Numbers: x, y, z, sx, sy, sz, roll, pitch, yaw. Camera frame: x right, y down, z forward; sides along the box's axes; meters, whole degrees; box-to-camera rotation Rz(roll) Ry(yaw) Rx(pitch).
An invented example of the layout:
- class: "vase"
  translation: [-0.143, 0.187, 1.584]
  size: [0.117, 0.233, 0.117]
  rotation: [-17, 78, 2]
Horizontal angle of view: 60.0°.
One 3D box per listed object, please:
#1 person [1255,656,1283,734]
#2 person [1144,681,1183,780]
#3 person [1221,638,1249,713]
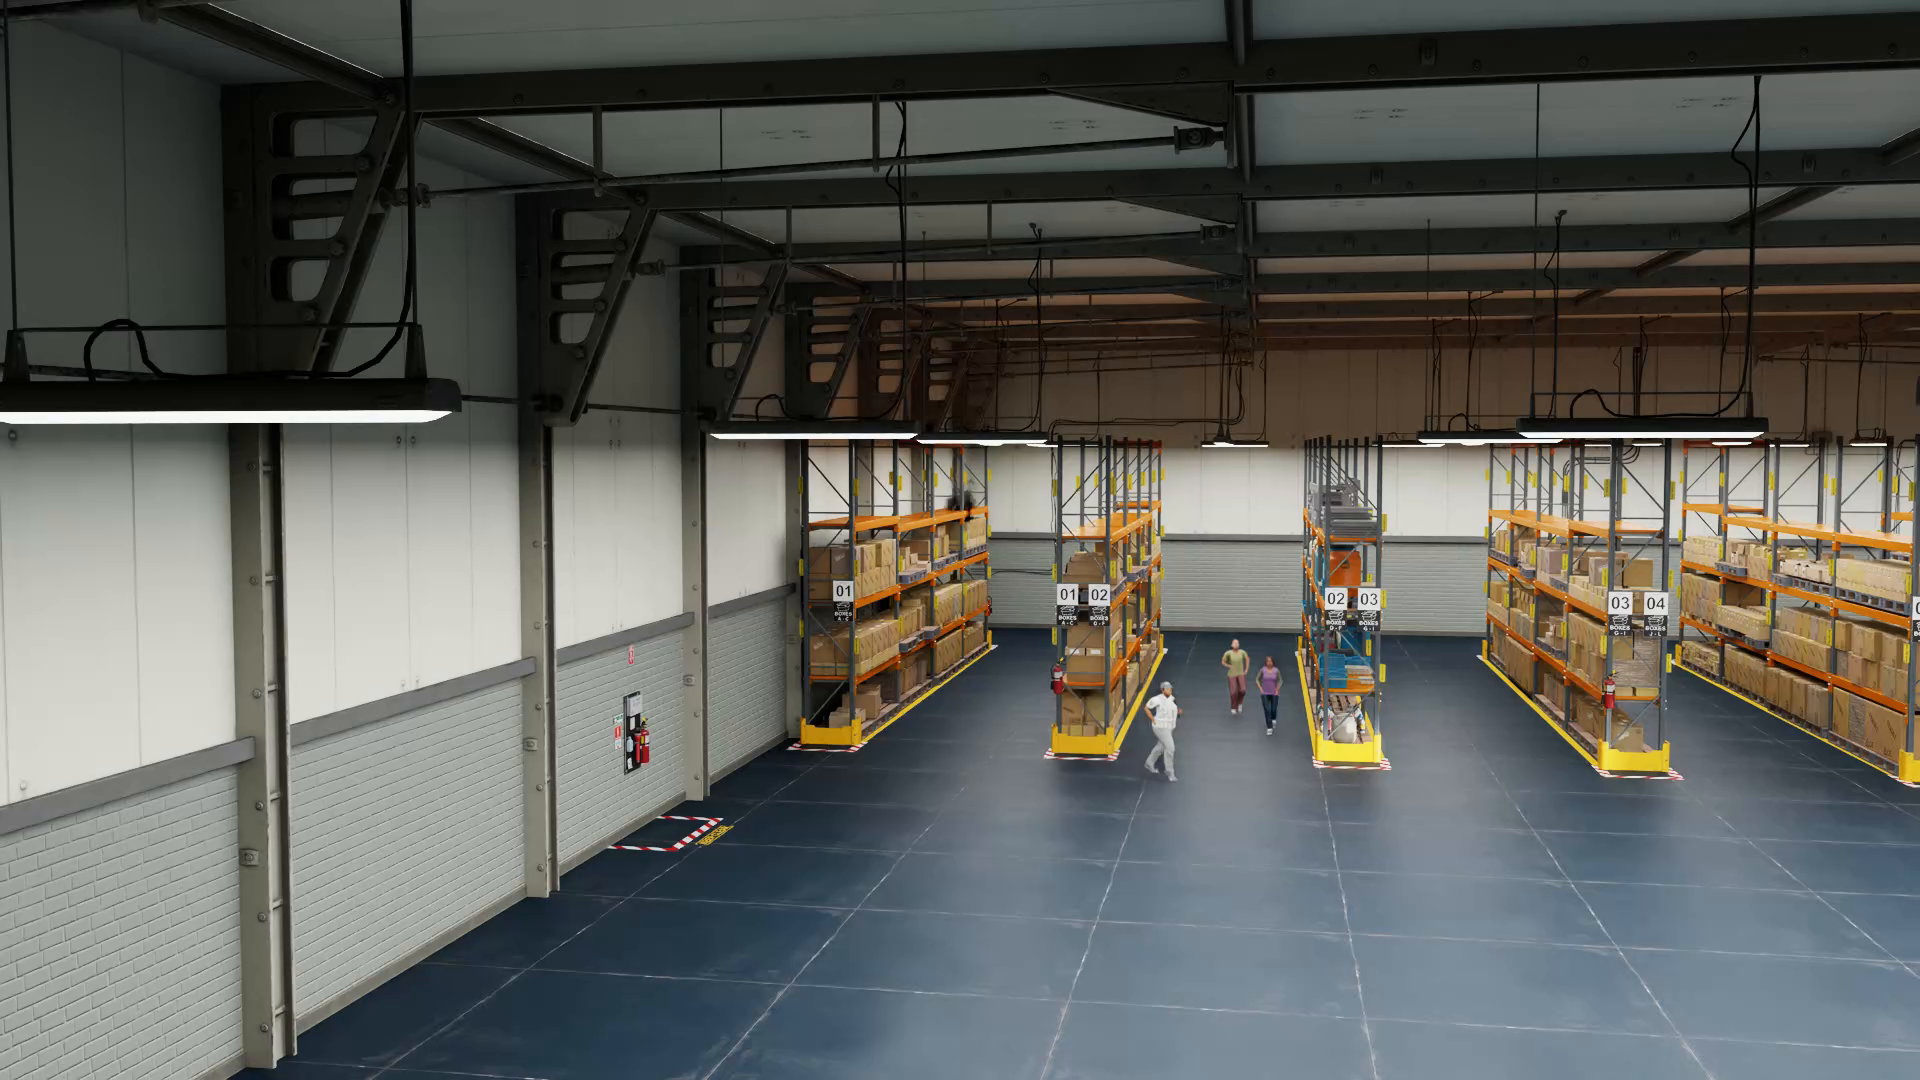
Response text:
- class: "person"
  translation: [6.229, 3.124, 33.664]
  size: [0.509, 1.571, 0.539]
  rotation: [1, 3, 11]
- class: "person"
  translation: [3.571, 3.331, 29.122]
  size: [0.734, 1.734, 0.576]
  rotation: [3, 4, 40]
- class: "person"
  translation: [5.967, 2.952, 35.955]
  size: [0.630, 1.626, 0.551]
  rotation: [0, 3, -1]
